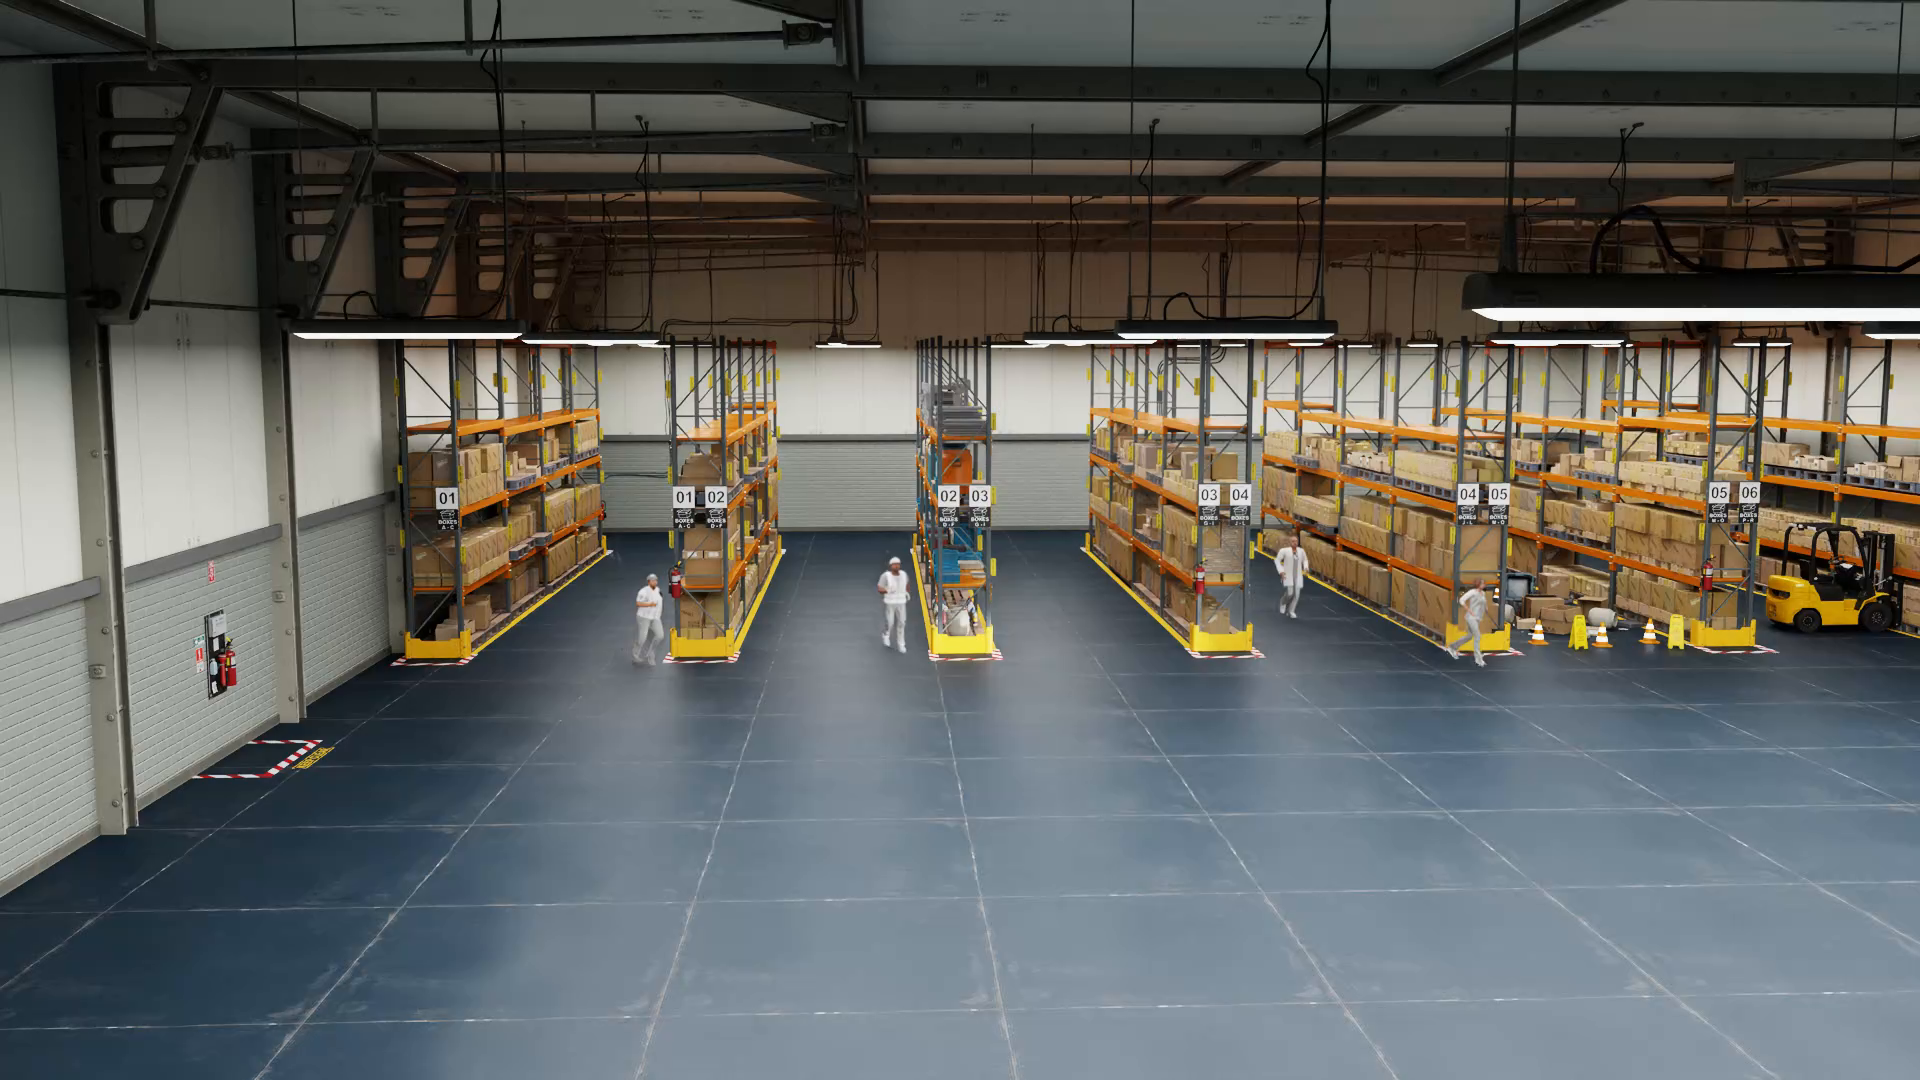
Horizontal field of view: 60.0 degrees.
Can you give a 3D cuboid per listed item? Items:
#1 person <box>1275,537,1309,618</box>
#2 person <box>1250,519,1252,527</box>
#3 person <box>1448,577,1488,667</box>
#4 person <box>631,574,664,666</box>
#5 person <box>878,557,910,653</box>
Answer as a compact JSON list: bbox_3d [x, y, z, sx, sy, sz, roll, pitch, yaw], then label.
[{"bbox_3d":[7.180,0.791,35.863,0.727,1.747,0.633,-1,7,-12],"label":"person"},{"bbox_3d":[7.531,-0.138,44.446,0.544,1.617,0.618,0,6,2],"label":"person"},{"bbox_3d":[9.429,1.476,30.582,0.826,1.605,0.556,6,9,44],"label":"person"},{"bbox_3d":[-5.659,1.470,30.438,0.604,1.707,0.700,-6,9,-43],"label":"person"},{"bbox_3d":[-1.230,1.210,31.666,0.693,1.766,0.959,-2,7,-20],"label":"person"}]
